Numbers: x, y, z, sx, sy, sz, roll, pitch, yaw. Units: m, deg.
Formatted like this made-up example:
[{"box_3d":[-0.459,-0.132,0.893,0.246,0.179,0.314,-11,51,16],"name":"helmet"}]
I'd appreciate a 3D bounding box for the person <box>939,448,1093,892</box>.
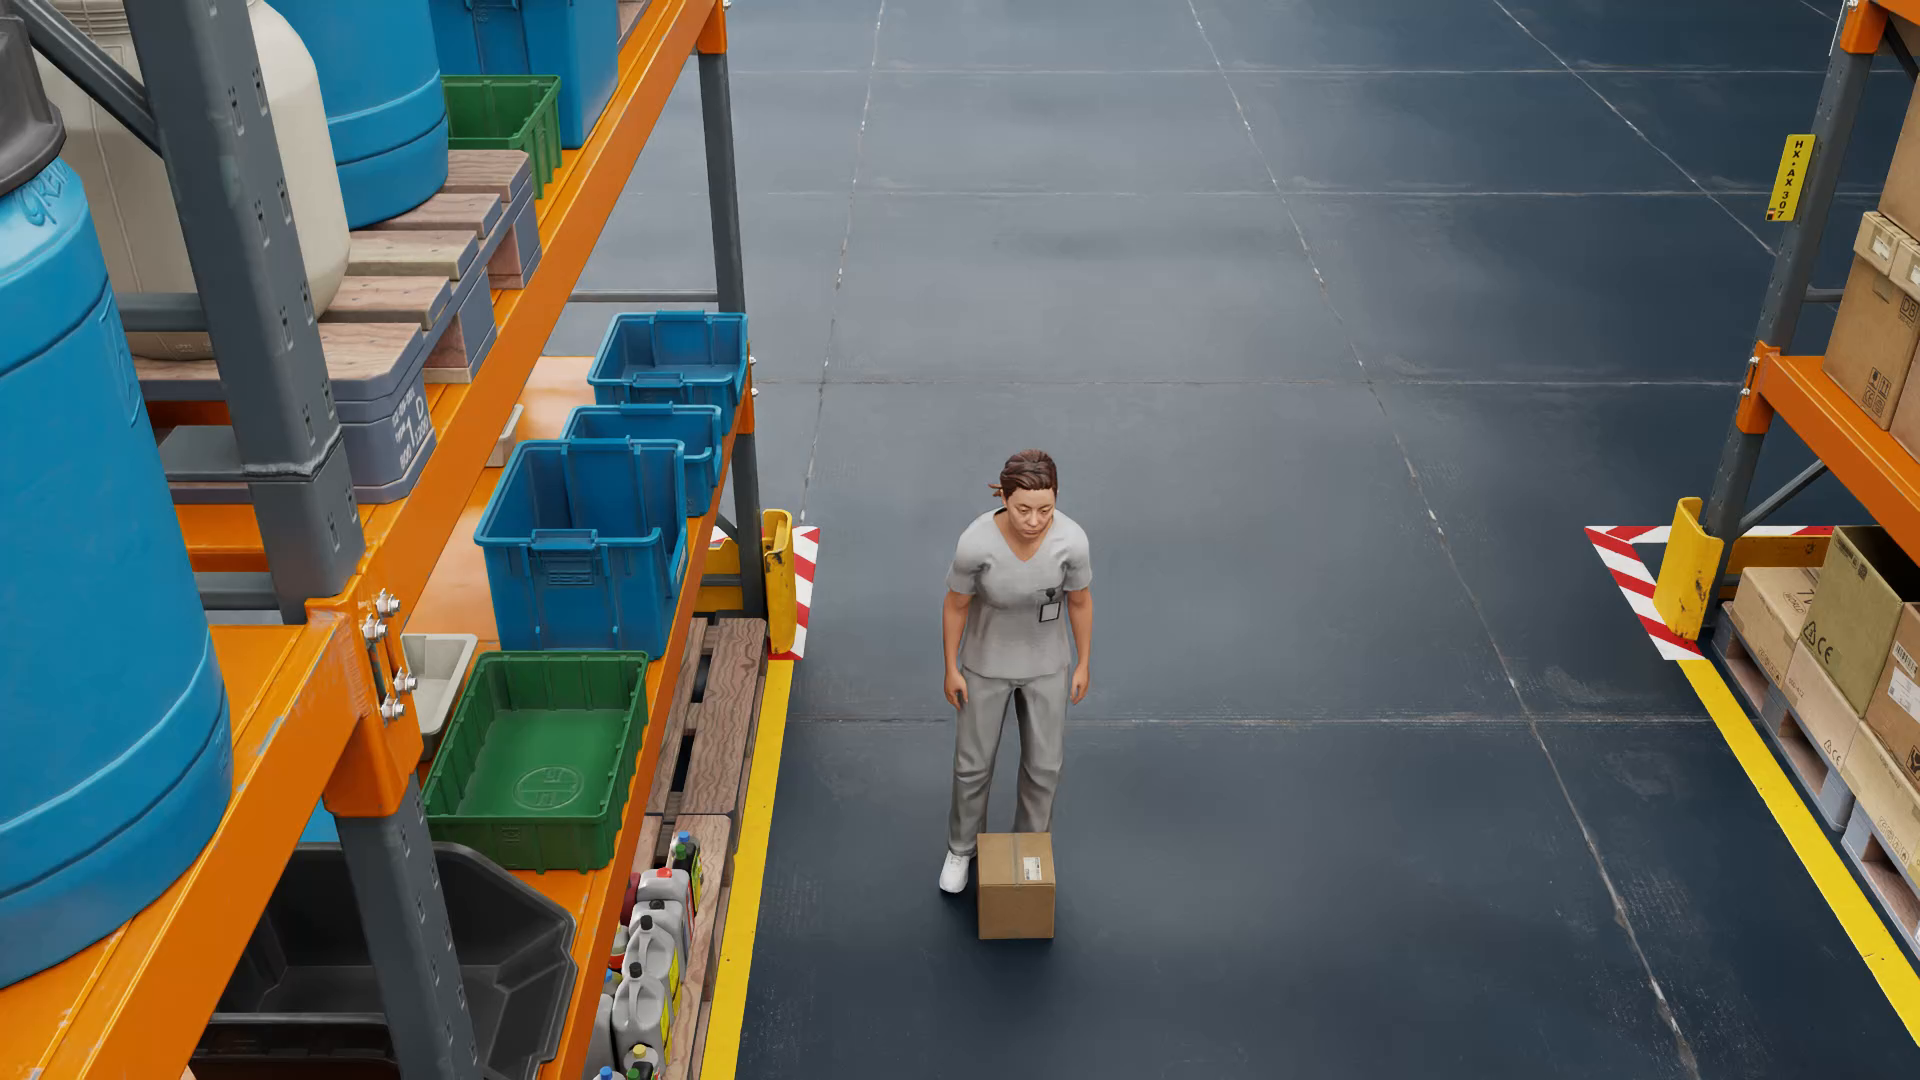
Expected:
[{"box_3d":[0.180,0.443,5.419,0.514,1.671,0.416,-2,32,-3],"name":"person"}]
